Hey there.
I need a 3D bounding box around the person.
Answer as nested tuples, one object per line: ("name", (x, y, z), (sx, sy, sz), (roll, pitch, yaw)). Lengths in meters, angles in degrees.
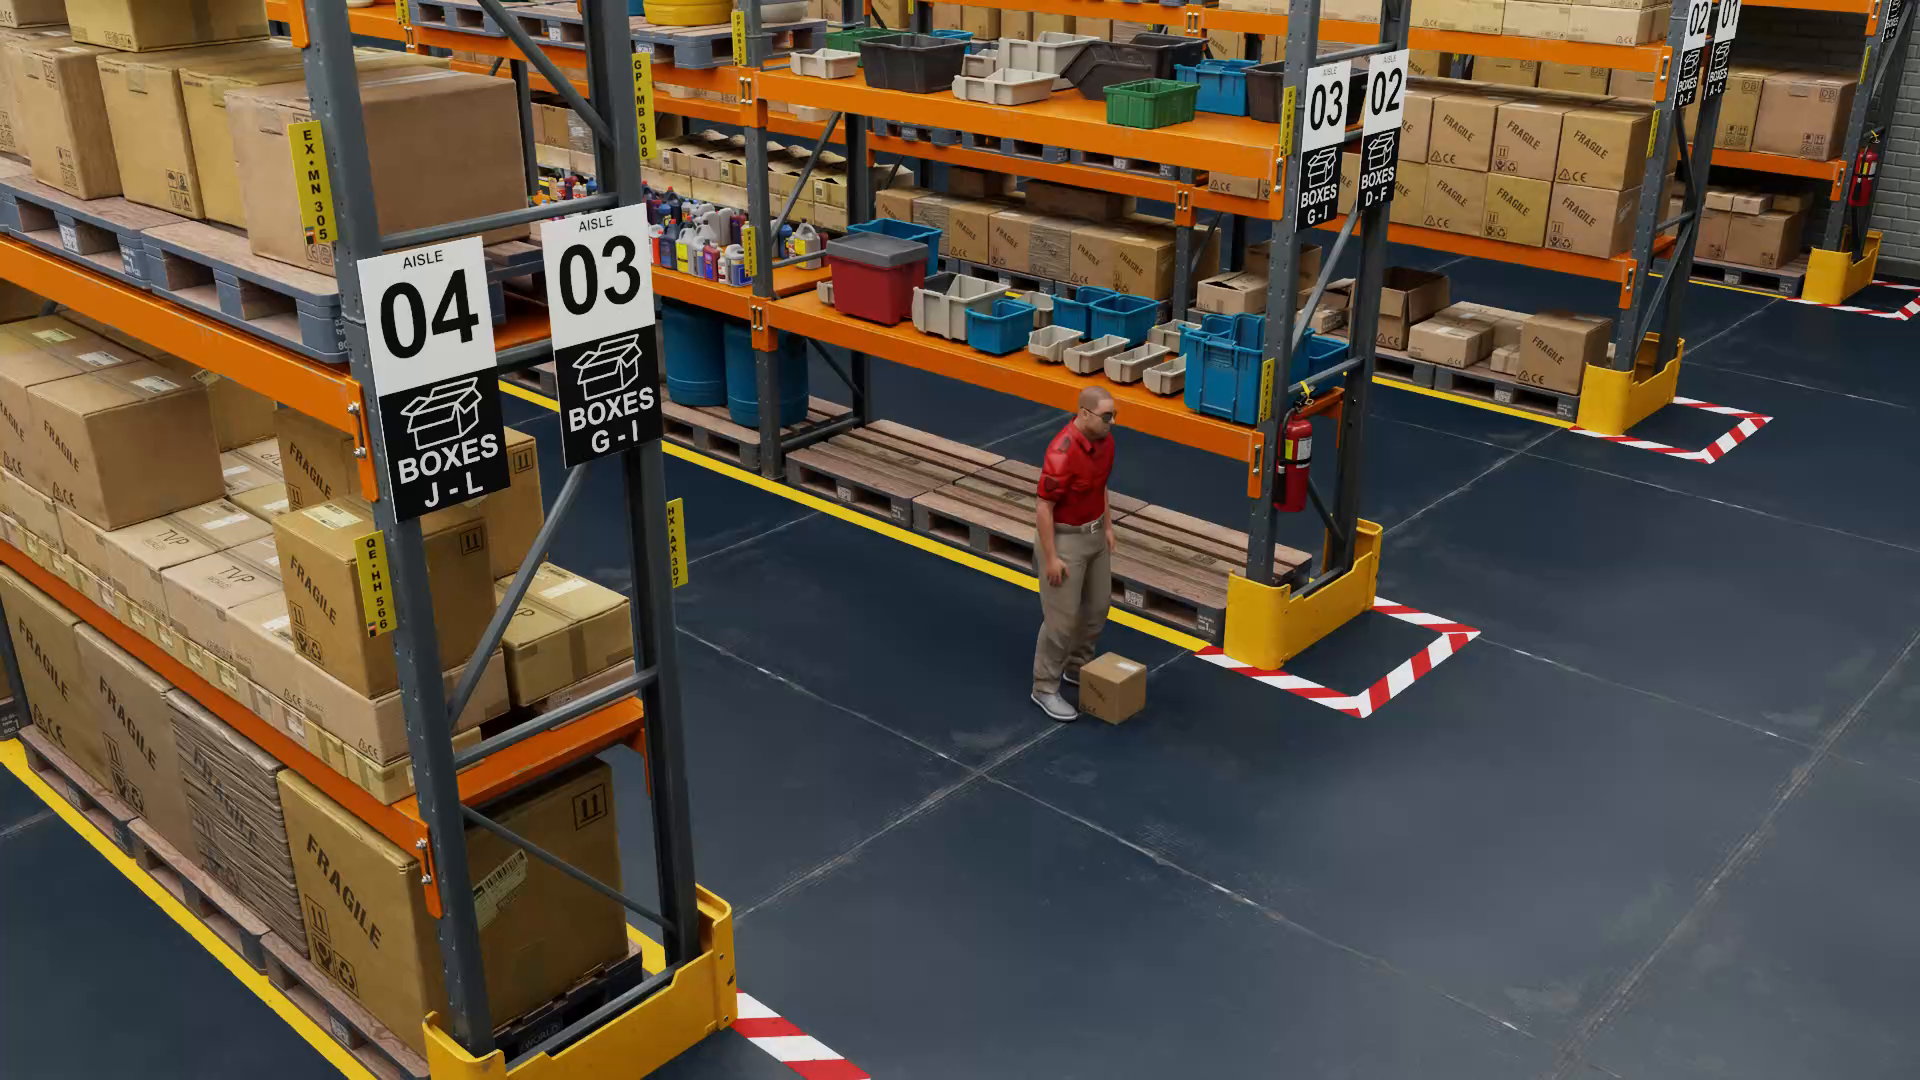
("person", (0.605, 0.029, 8.552), (0.393, 1.726, 0.601), (18, 29, 35))
